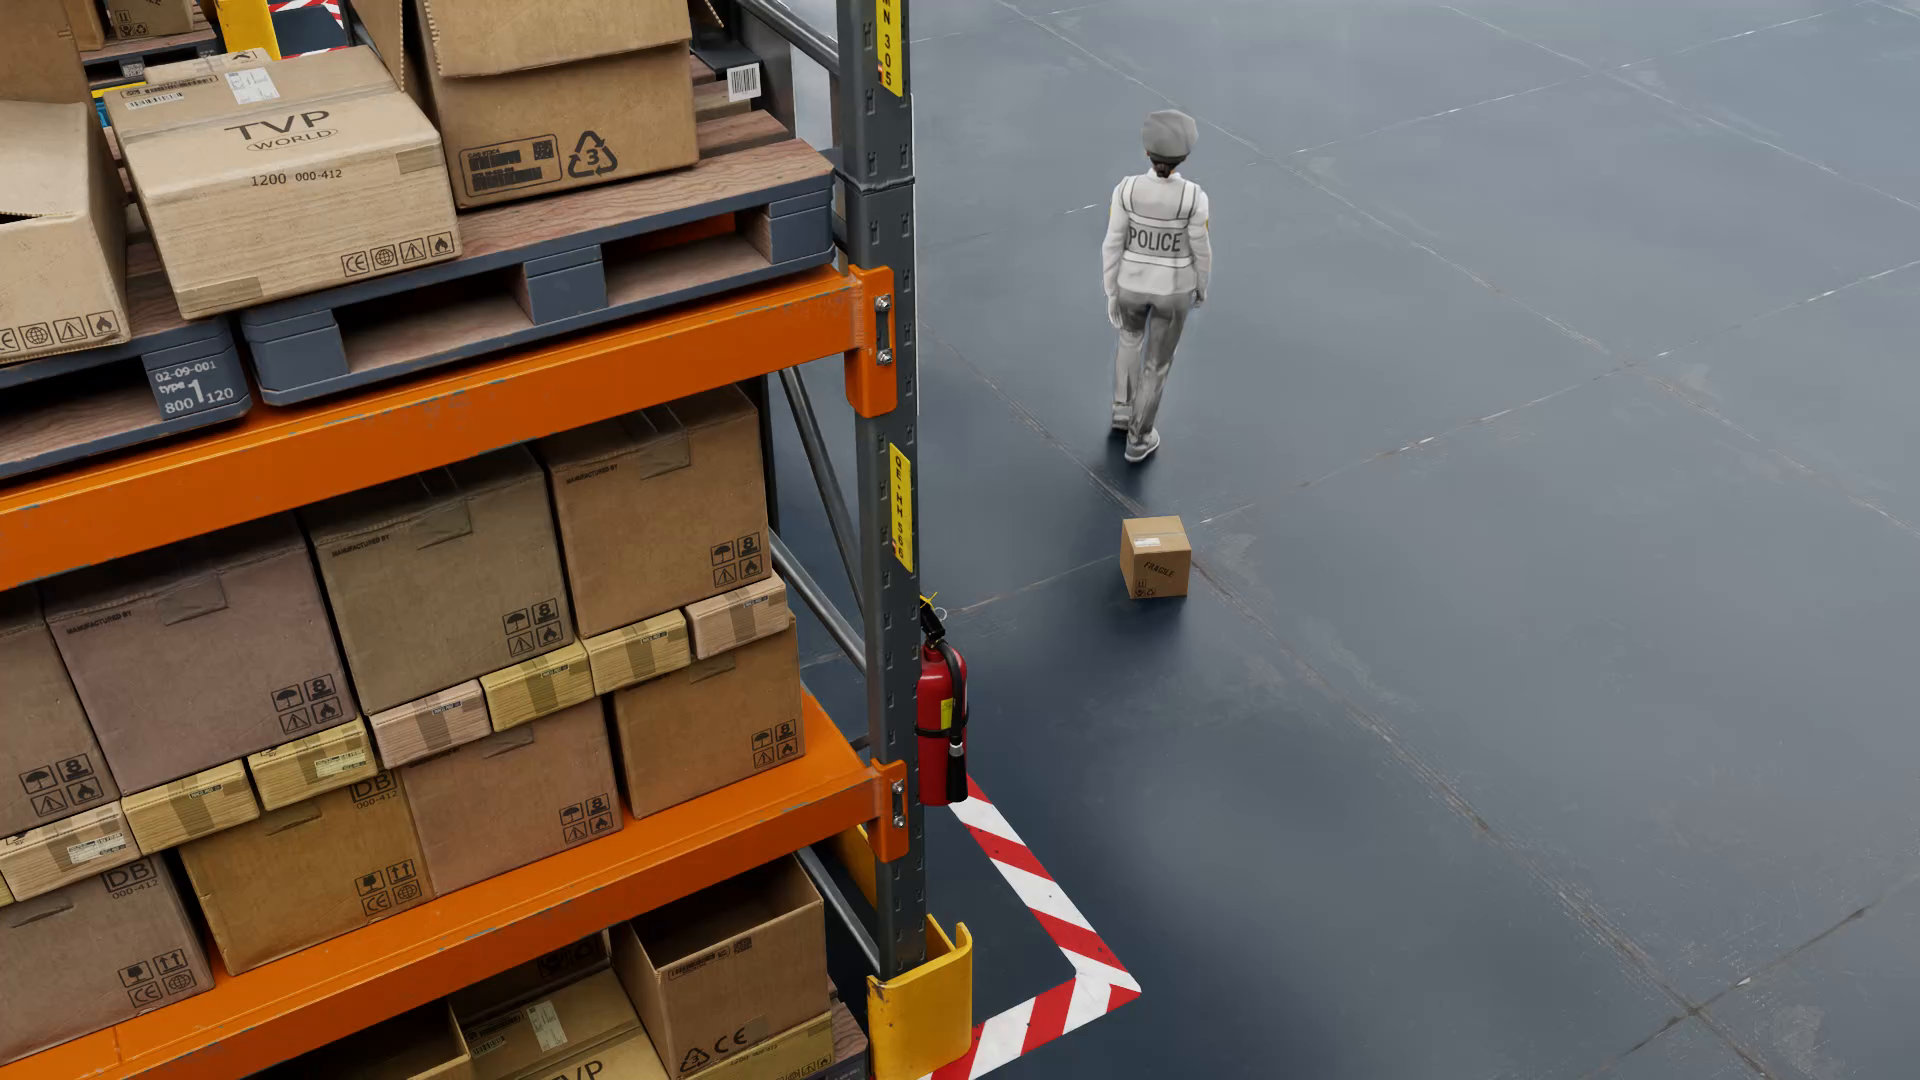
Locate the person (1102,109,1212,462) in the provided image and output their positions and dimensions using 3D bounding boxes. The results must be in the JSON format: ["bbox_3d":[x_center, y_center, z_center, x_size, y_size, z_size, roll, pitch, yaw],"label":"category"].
[{"bbox_3d":[0.900,-1.140,7.639,0.477,1.736,0.481,12,39,16],"label":"person"}]
